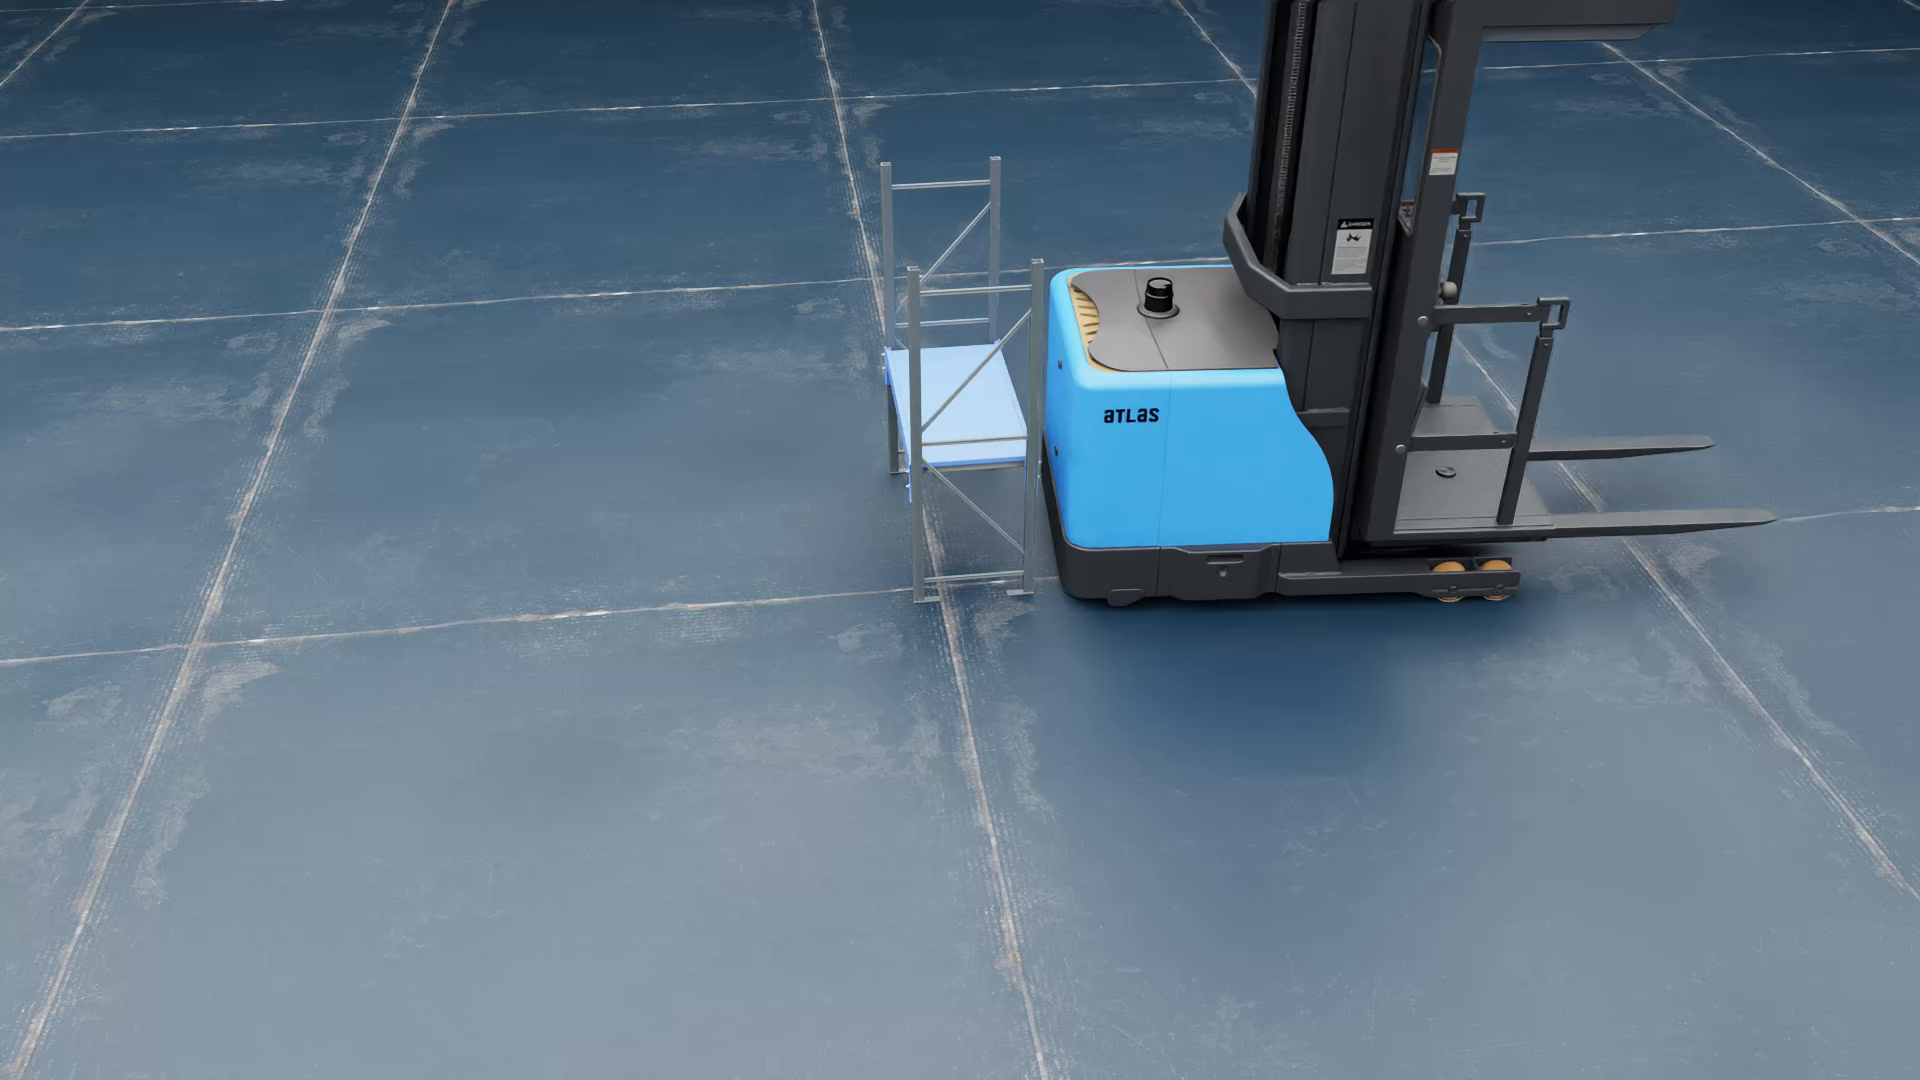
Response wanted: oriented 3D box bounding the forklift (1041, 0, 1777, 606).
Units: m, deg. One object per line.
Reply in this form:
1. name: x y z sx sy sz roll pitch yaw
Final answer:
1. forklift: 1.904 -1.252 6.484 3.031 2.935 1.130 -2 34 -3

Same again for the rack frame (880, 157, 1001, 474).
1. rack frame: -0.080 -0.951 7.314 0.500 1.500 0.032 -4 35 -6

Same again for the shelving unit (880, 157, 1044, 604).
1. shelving unit: -0.011 -0.667 6.897 0.538 1.500 1.048 -4 35 -6

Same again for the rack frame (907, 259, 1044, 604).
1. rack frame: 0.057 -0.384 6.481 0.500 1.500 0.032 -4 35 -6

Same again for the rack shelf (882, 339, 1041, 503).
1. rack shelf: -0.011 -0.519 6.999 0.538 0.185 1.000 -4 35 -6
